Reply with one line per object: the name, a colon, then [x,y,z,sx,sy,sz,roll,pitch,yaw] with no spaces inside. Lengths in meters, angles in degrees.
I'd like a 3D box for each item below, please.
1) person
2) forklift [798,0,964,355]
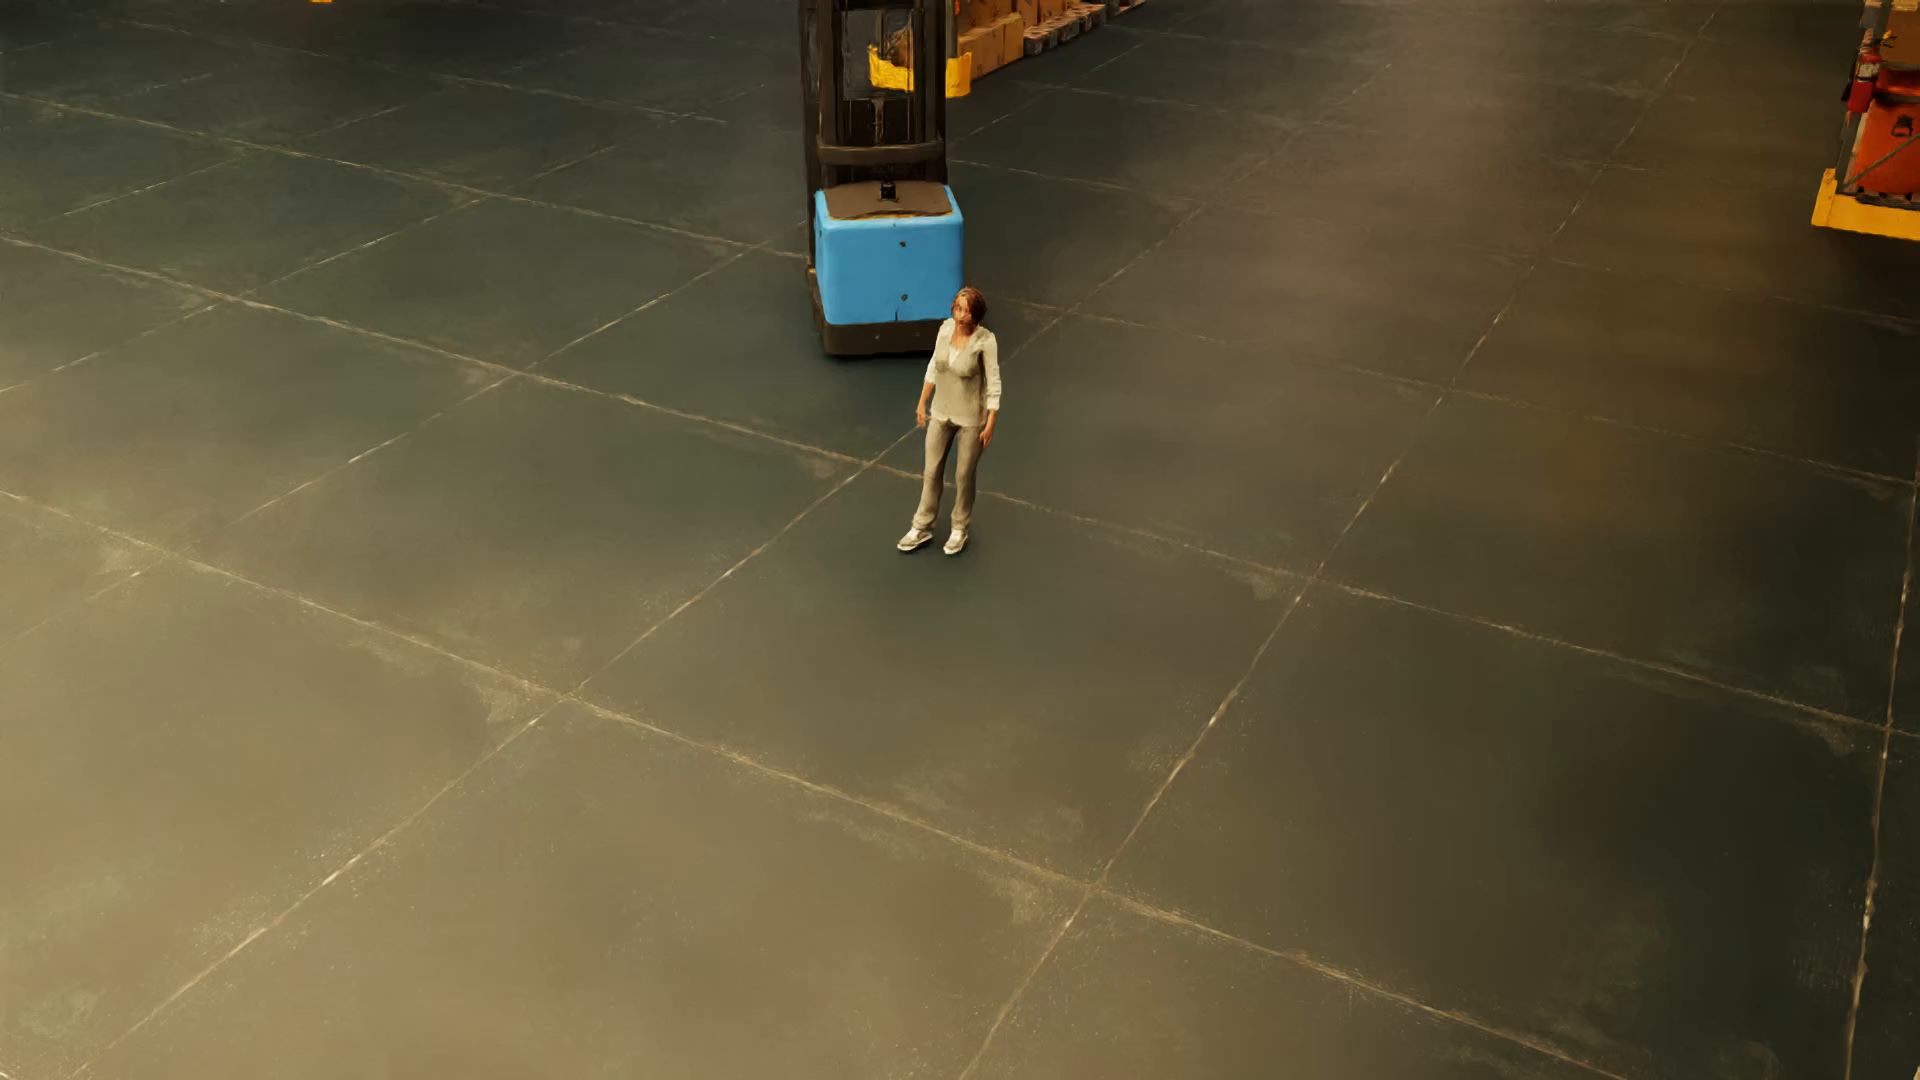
person: [-0.048,-0.669,9.550,0.521,1.597,0.474,15,33,25]
forklift: [-0.685,-3.342,12.862,1.130,2.935,3.031,-4,30,-7]
